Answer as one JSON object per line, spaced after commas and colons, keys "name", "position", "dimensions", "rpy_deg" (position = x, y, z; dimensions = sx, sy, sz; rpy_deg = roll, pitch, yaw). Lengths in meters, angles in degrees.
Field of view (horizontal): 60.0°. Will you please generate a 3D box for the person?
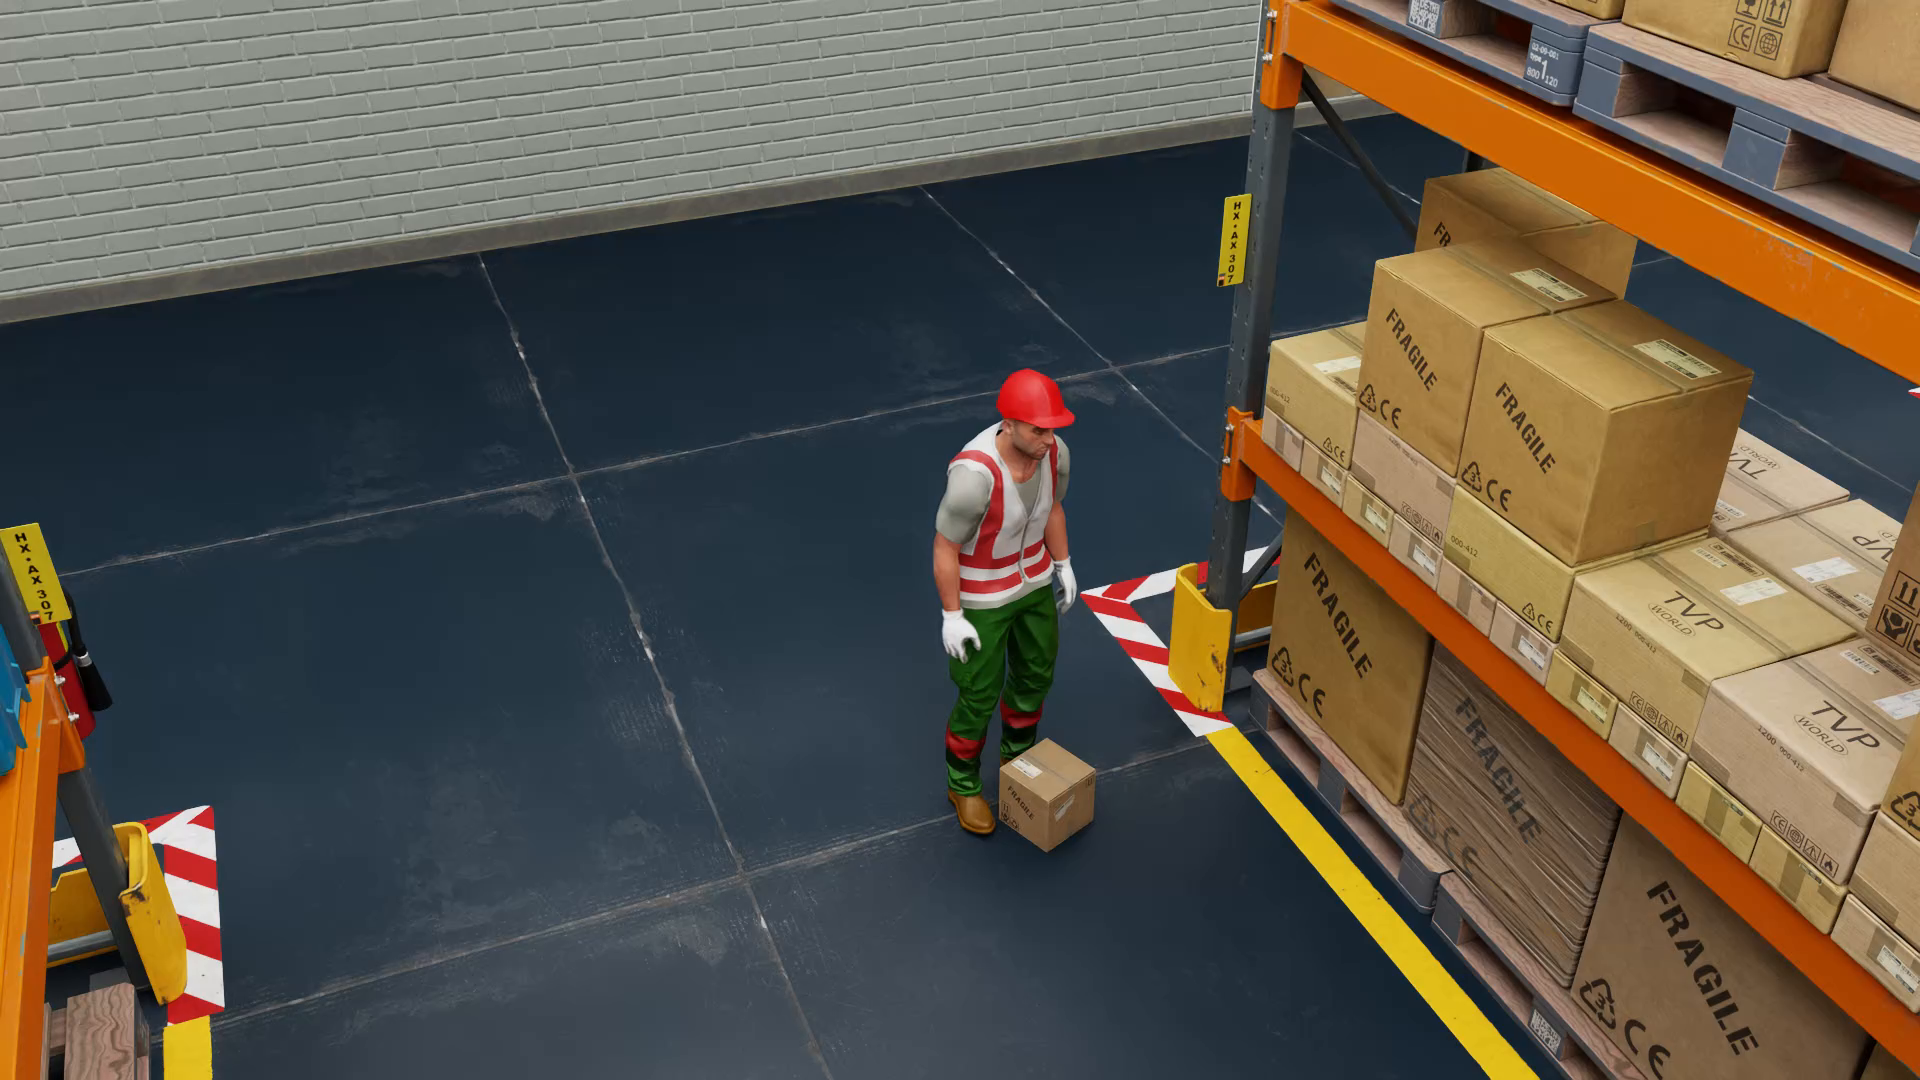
{"name": "person", "position": [0.169, 0.196, 5.826], "dimensions": [0.610, 1.778, 0.449], "rpy_deg": [-25, 41, -33]}
